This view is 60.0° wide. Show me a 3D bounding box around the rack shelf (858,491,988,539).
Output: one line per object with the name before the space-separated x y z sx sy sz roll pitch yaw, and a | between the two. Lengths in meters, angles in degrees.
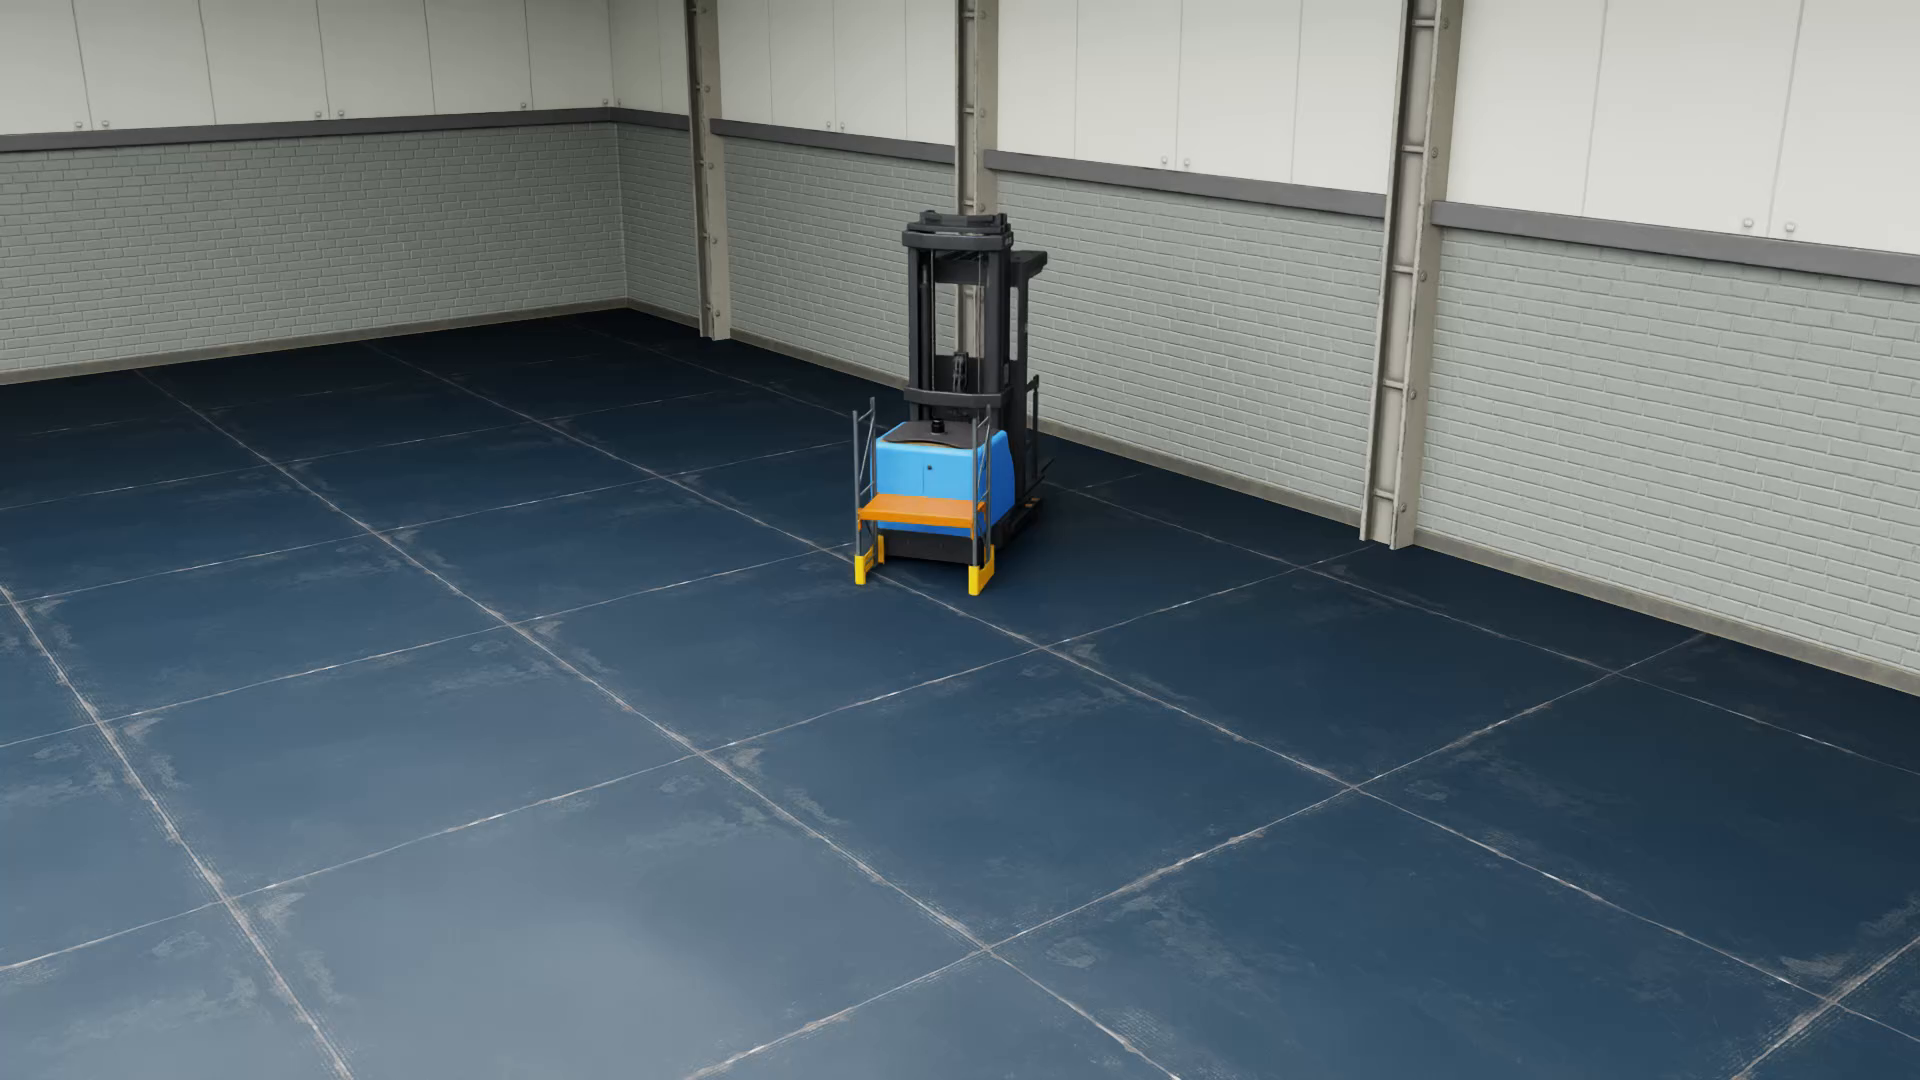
rack shelf | -0.307 -0.213 14.070 1.000 0.185 0.538 5 19 14

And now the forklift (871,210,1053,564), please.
forklift | 0.160 -1.609 15.445 1.130 2.935 3.031 6 19 17

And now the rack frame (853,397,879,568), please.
rack frame | -0.798 -0.425 14.138 0.032 1.500 0.500 5 19 14

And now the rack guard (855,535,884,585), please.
rack guard | -0.778 0.168 14.335 0.087 0.250 0.587 5 19 14

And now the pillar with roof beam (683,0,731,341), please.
pillar with roof beam | -6.917 -6.378 20.195 9.100 9.000 0.400 -14 23 -36

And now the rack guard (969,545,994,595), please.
rack guard | 0.184 0.250 14.088 0.087 0.250 0.587 5 19 14

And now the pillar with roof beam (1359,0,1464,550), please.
pillar with roof beam | 0.533 -3.421 11.265 9.100 9.000 0.400 -14 23 -36

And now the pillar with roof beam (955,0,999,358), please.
pillar with roof beam | -3.192 -4.899 15.730 9.100 9.000 0.400 -14 23 -36

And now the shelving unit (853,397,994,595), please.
shelving unit | -0.299 -0.382 14.010 1.083 1.500 0.587 5 19 14

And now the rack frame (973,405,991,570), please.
rack frame | 0.183 -0.341 13.886 0.032 1.500 0.500 5 19 14
